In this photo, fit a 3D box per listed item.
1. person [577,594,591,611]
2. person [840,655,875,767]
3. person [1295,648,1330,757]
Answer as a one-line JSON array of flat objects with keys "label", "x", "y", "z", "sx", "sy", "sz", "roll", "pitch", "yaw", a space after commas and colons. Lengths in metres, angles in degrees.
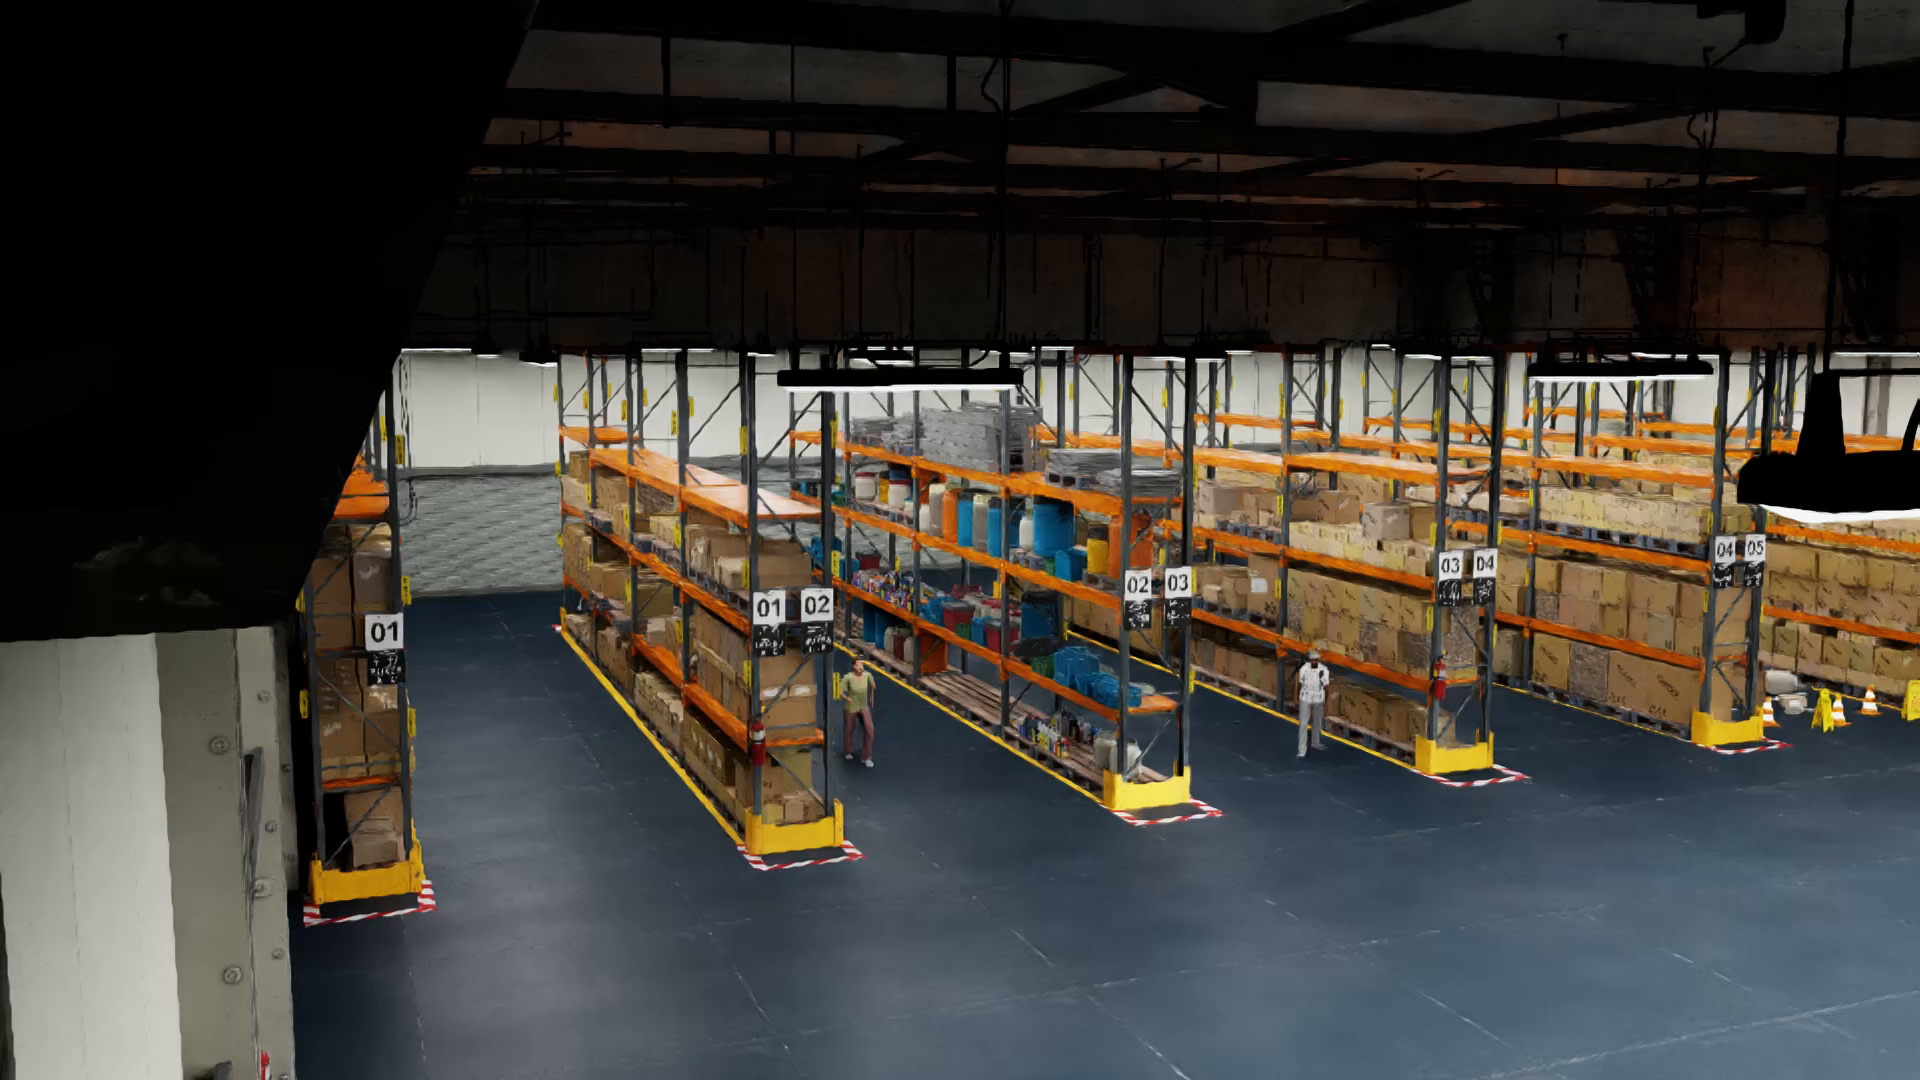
[{"label": "person", "x": -8.373, "y": 0.822, "z": 37.368, "sx": 0.426, "sy": 1.558, "sz": 0.576, "roll": 2, "pitch": 8, "yaw": 15}, {"label": "person", "x": -1.508, "y": 2.456, "z": 24.301, "sx": 0.603, "sy": 1.600, "sz": 0.799, "roll": -2, "pitch": 8, "yaw": -16}, {"label": "person", "x": 5.238, "y": 2.387, "z": 24.719, "sx": 0.499, "sy": 1.622, "sz": 0.917, "roll": 1, "pitch": 7, "yaw": 8}]
